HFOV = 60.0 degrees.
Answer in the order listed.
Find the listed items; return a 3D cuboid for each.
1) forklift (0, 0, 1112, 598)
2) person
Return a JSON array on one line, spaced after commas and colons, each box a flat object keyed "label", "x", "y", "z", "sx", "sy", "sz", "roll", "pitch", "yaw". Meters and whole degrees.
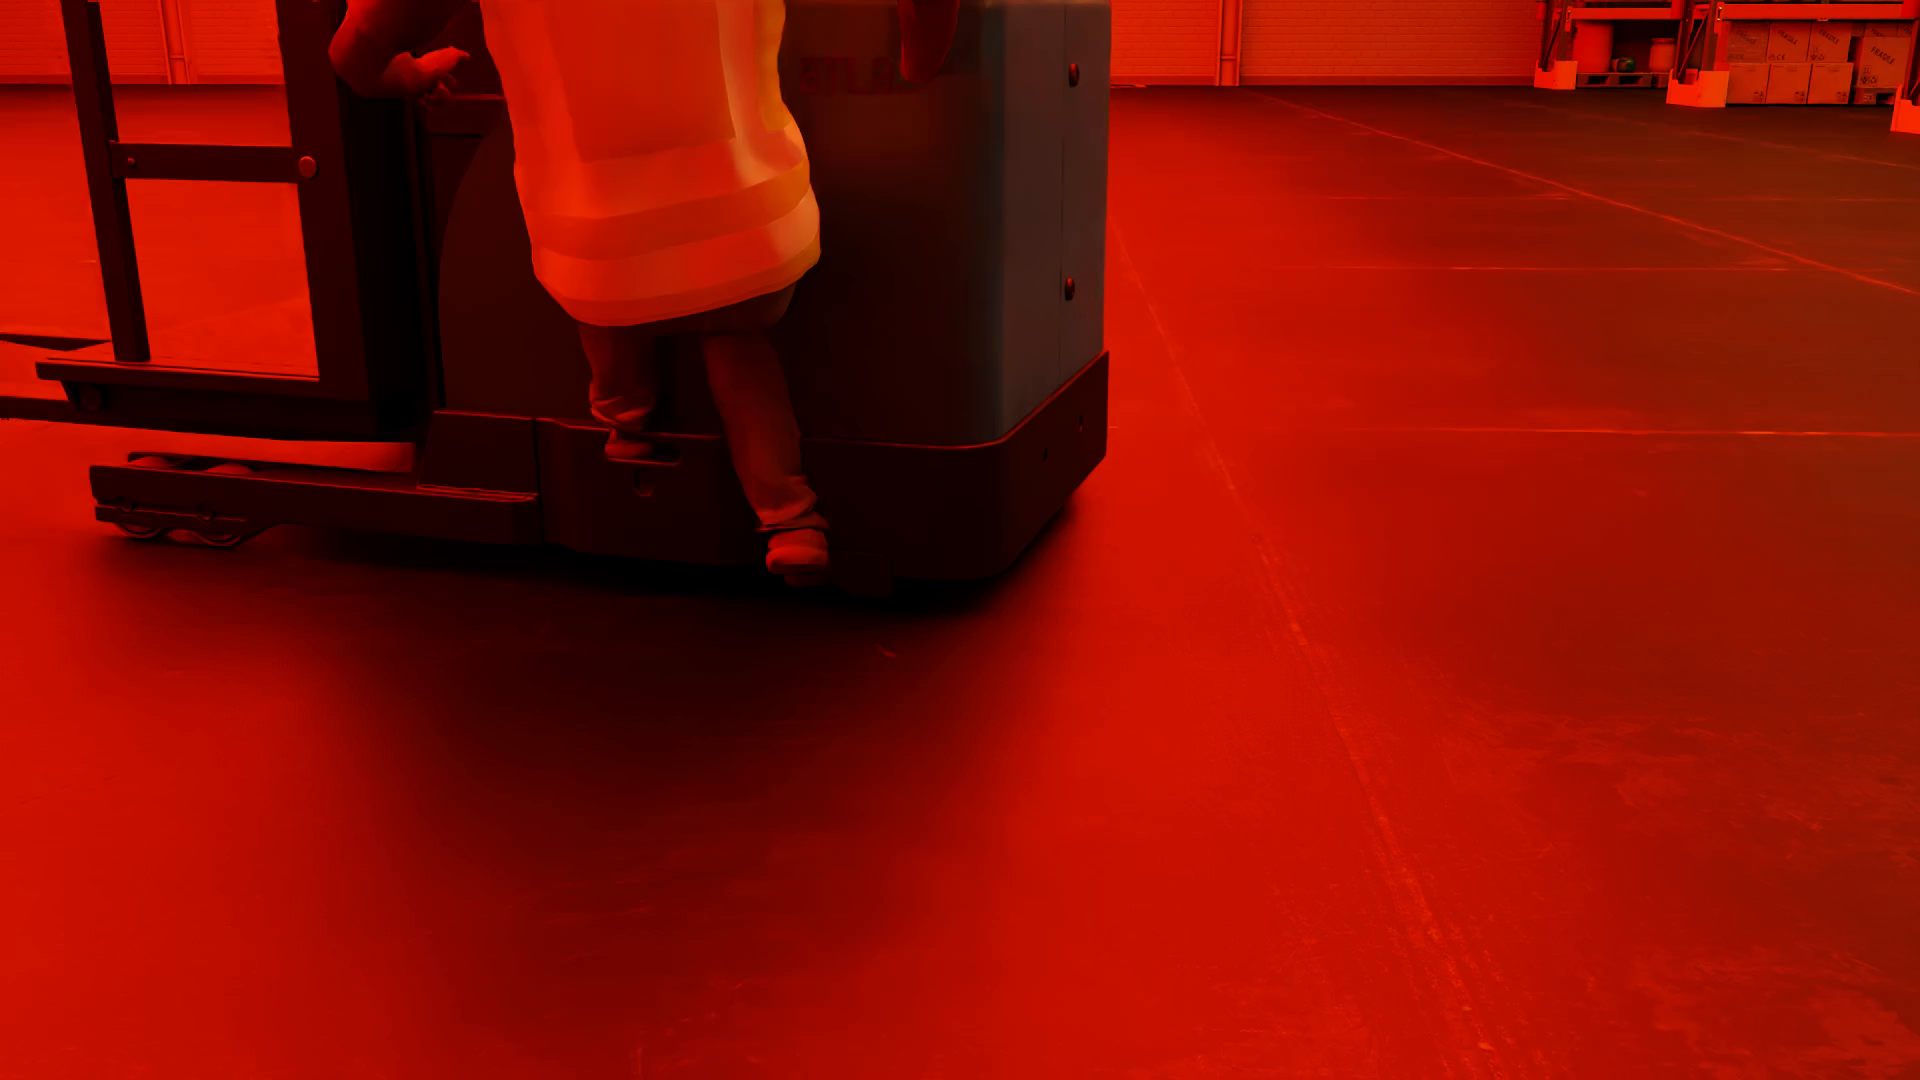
[{"label": "forklift", "x": -1.245, "y": -1.529, "z": 3.353, "sx": 3.031, "sy": 2.935, "sz": 1.130, "roll": 5, "pitch": 18, "yaw": 16}, {"label": "person", "x": -0.503, "y": -0.585, "z": 2.704, "sx": 0.939, "sy": 1.521, "sz": 0.863, "roll": -6, "pitch": 18, "yaw": -18}]
